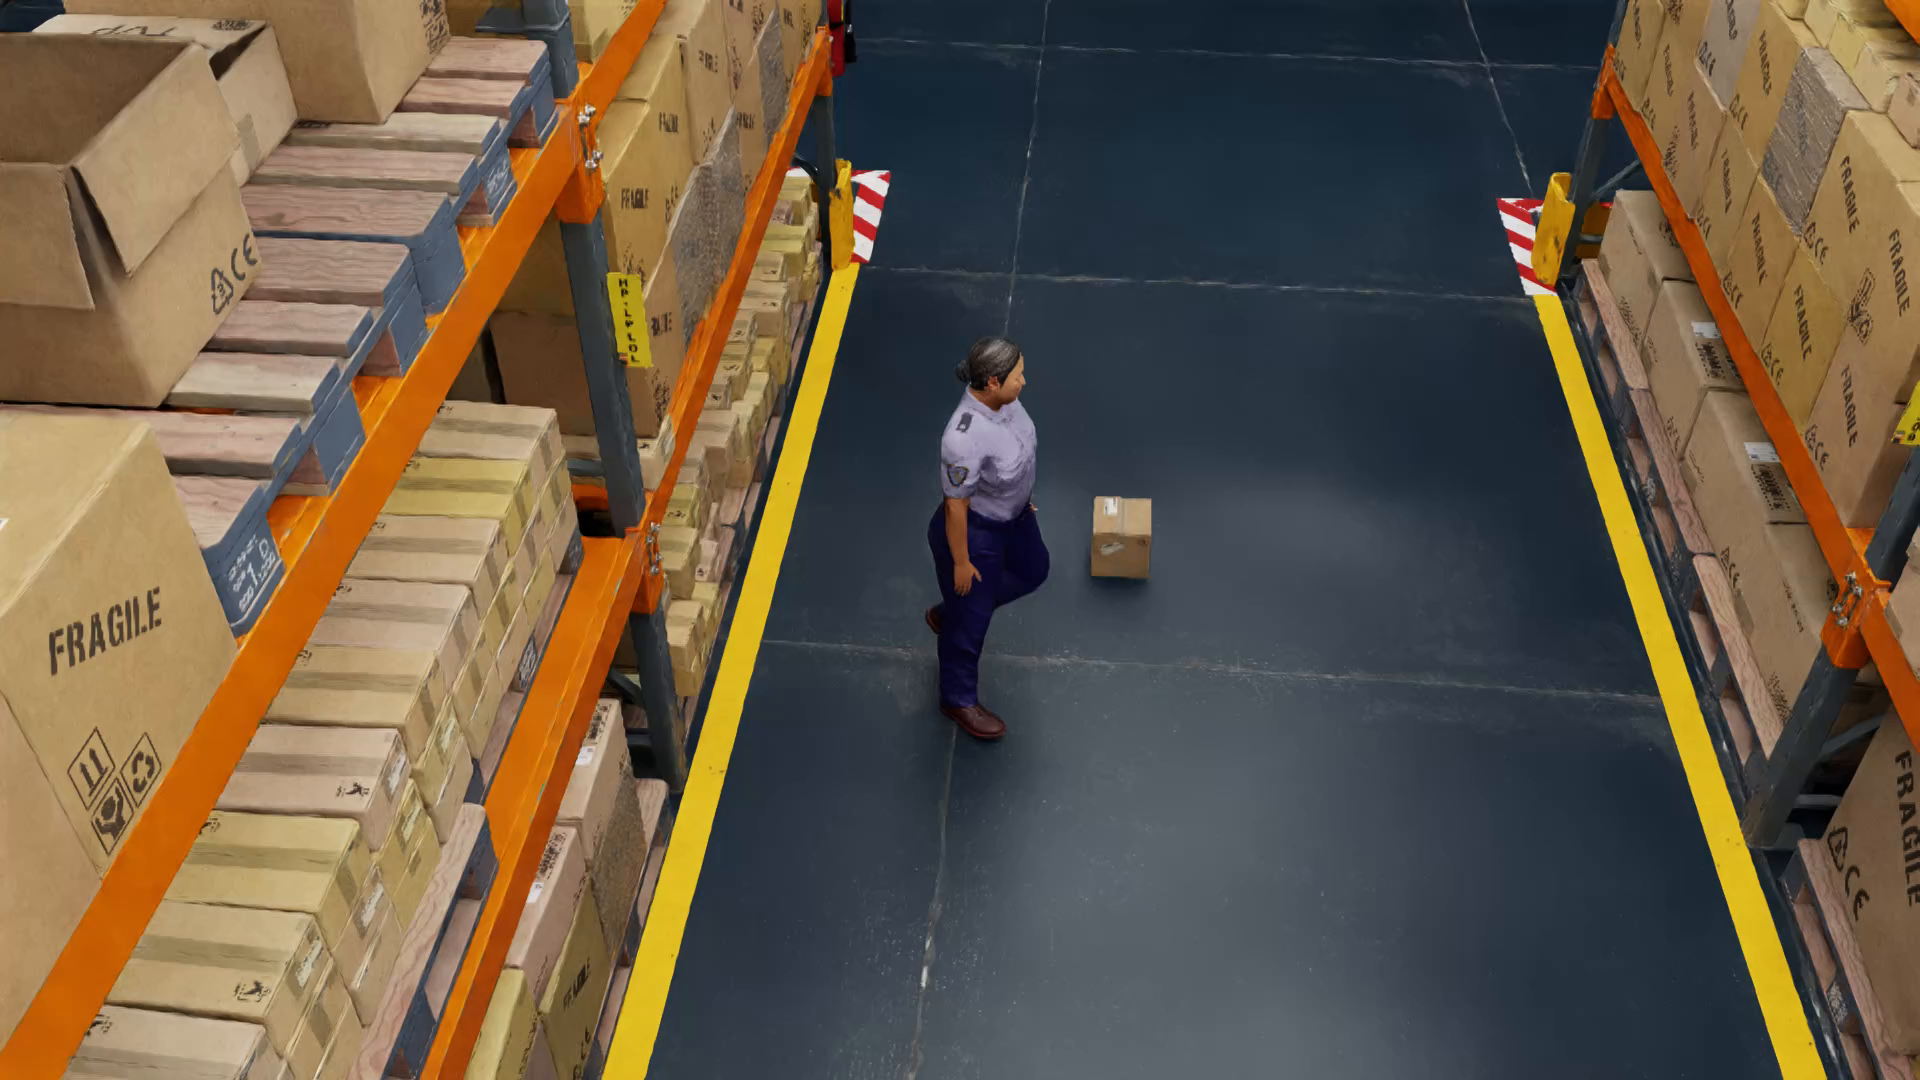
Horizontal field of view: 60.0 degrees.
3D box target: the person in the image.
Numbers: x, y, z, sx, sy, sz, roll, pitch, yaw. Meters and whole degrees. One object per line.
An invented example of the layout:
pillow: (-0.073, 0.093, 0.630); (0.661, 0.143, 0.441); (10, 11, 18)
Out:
person: (0.078, -0.047, 6.201); (0.432, 1.644, 0.574); (13, 42, 15)
